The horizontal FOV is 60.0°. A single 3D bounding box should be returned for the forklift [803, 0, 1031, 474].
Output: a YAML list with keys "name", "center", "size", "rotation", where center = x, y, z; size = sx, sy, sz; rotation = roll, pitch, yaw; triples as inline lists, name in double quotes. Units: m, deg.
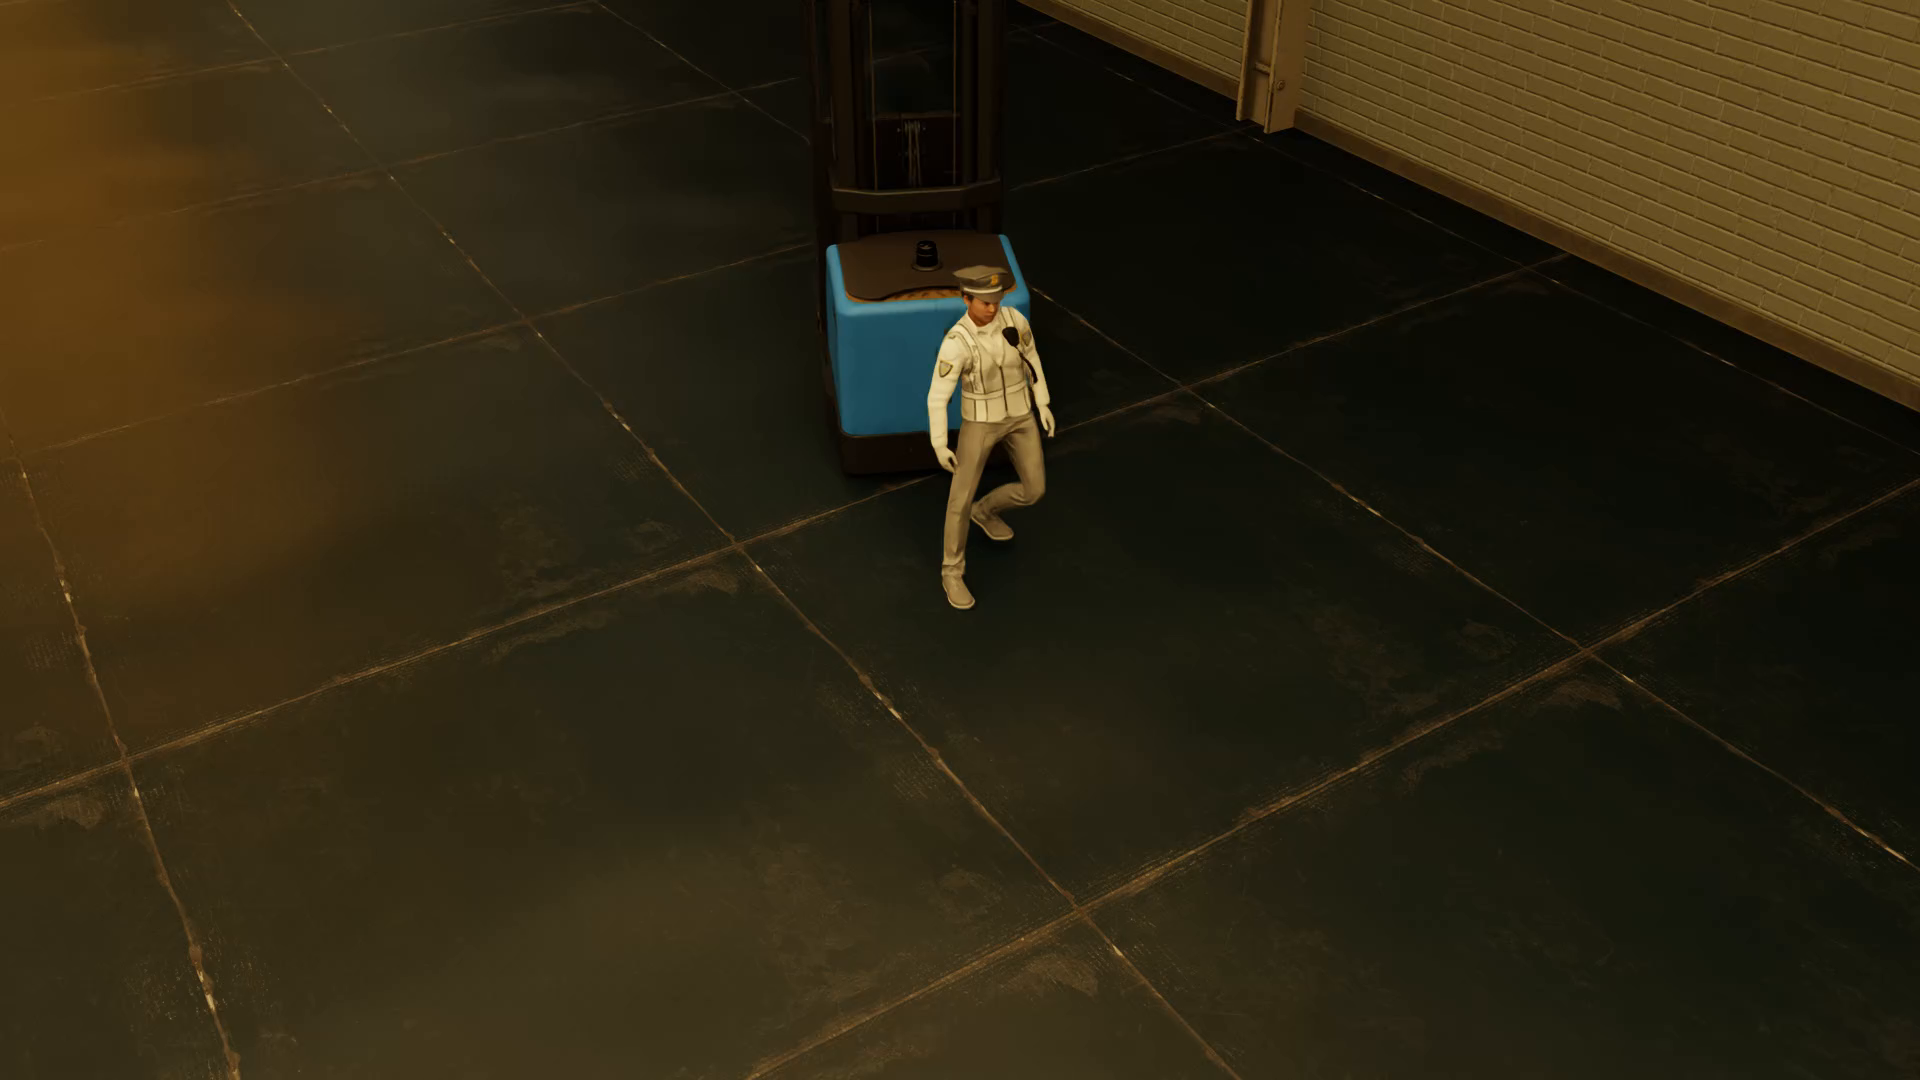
- name: "forklift"
  center: [-0.332, -2.394, 9.555]
  size: [1.130, 2.935, 3.031]
  rotation: [-5, 35, -7]

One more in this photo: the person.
- name: "person"
  center: [0.167, -0.523, 8.055]
  size: [0.660, 1.603, 0.642]
  rotation: [-13, 37, -18]
